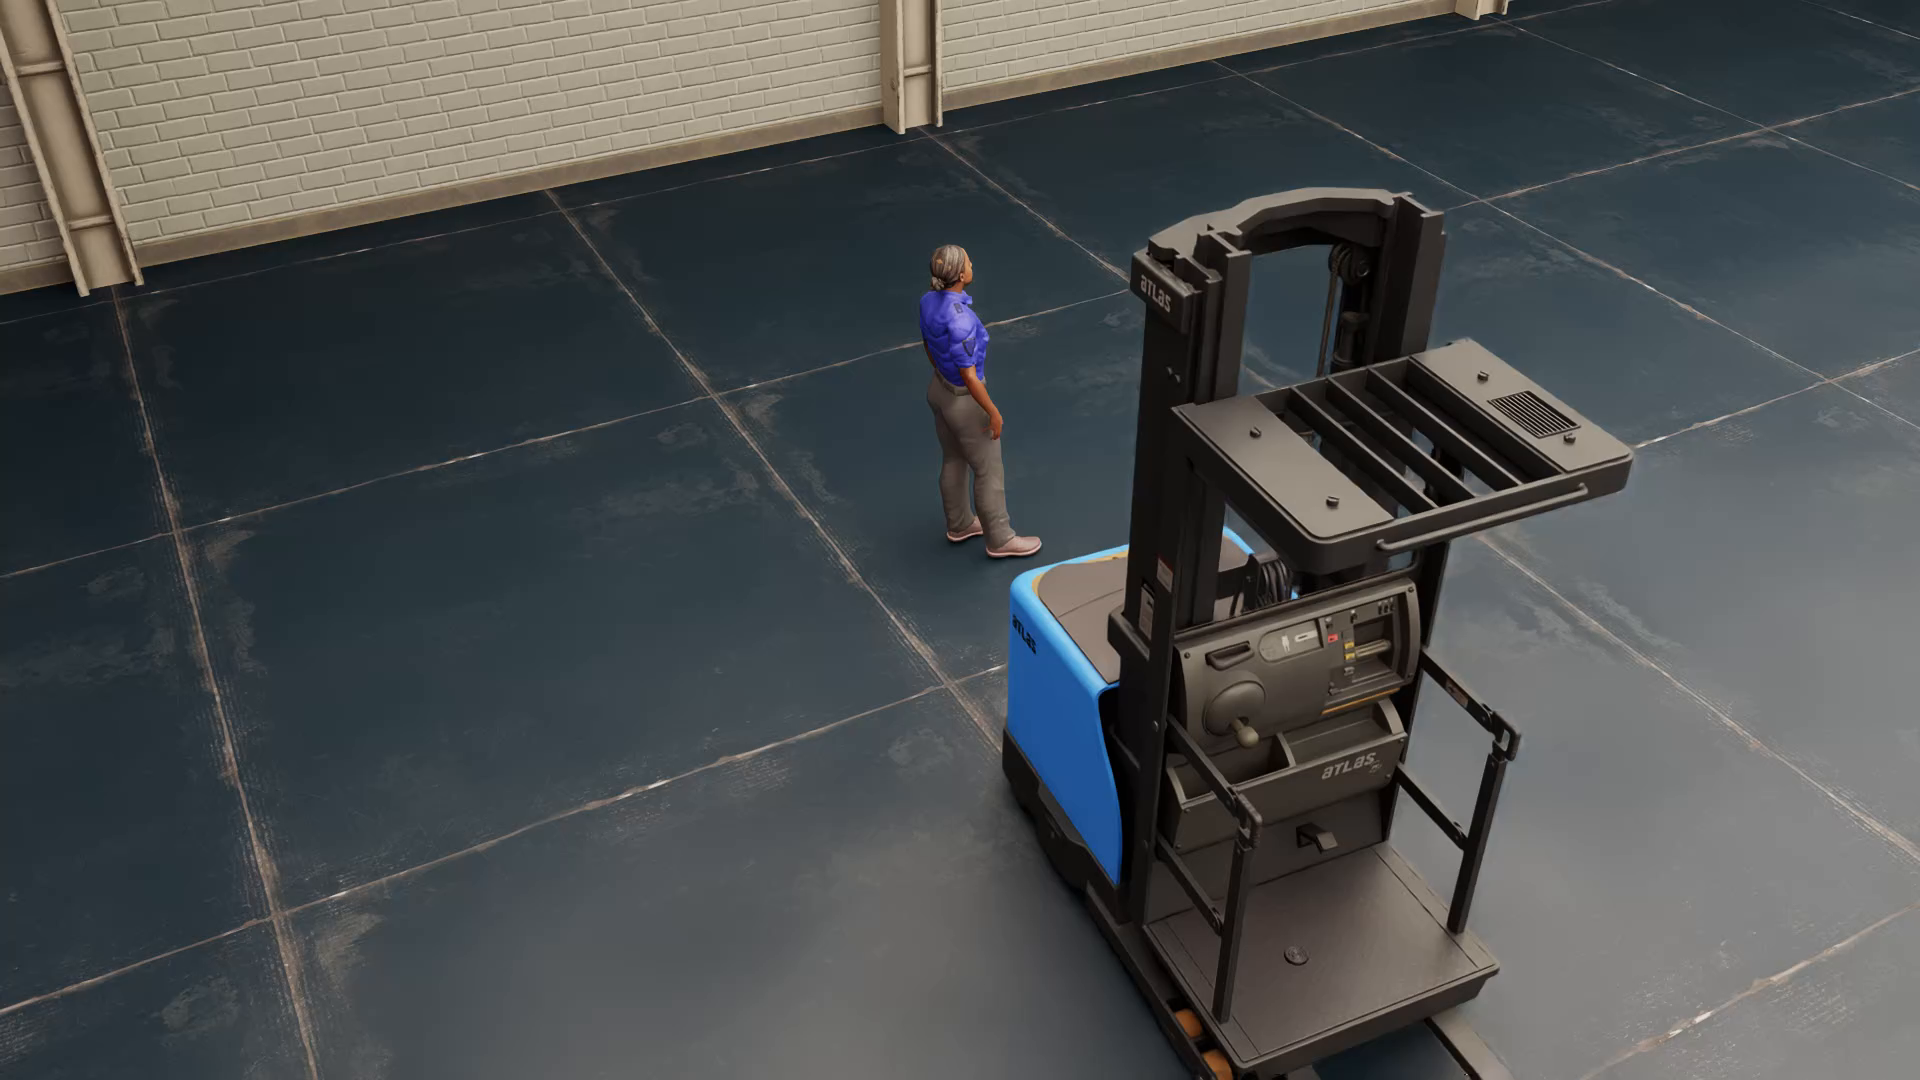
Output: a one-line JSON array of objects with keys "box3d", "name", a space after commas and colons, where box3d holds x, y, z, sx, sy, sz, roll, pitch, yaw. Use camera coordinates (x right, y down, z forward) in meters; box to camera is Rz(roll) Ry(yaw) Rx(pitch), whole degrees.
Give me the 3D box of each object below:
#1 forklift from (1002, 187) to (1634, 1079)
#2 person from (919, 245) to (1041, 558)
[{"box3d": [1.239, 0.483, 5.439, 1.130, 2.935, 3.031, -14, 38, -19], "name": "forklift"}, {"box3d": [0.087, -0.695, 8.200, 0.504, 1.654, 0.569, -17, 39, -23], "name": "person"}]
